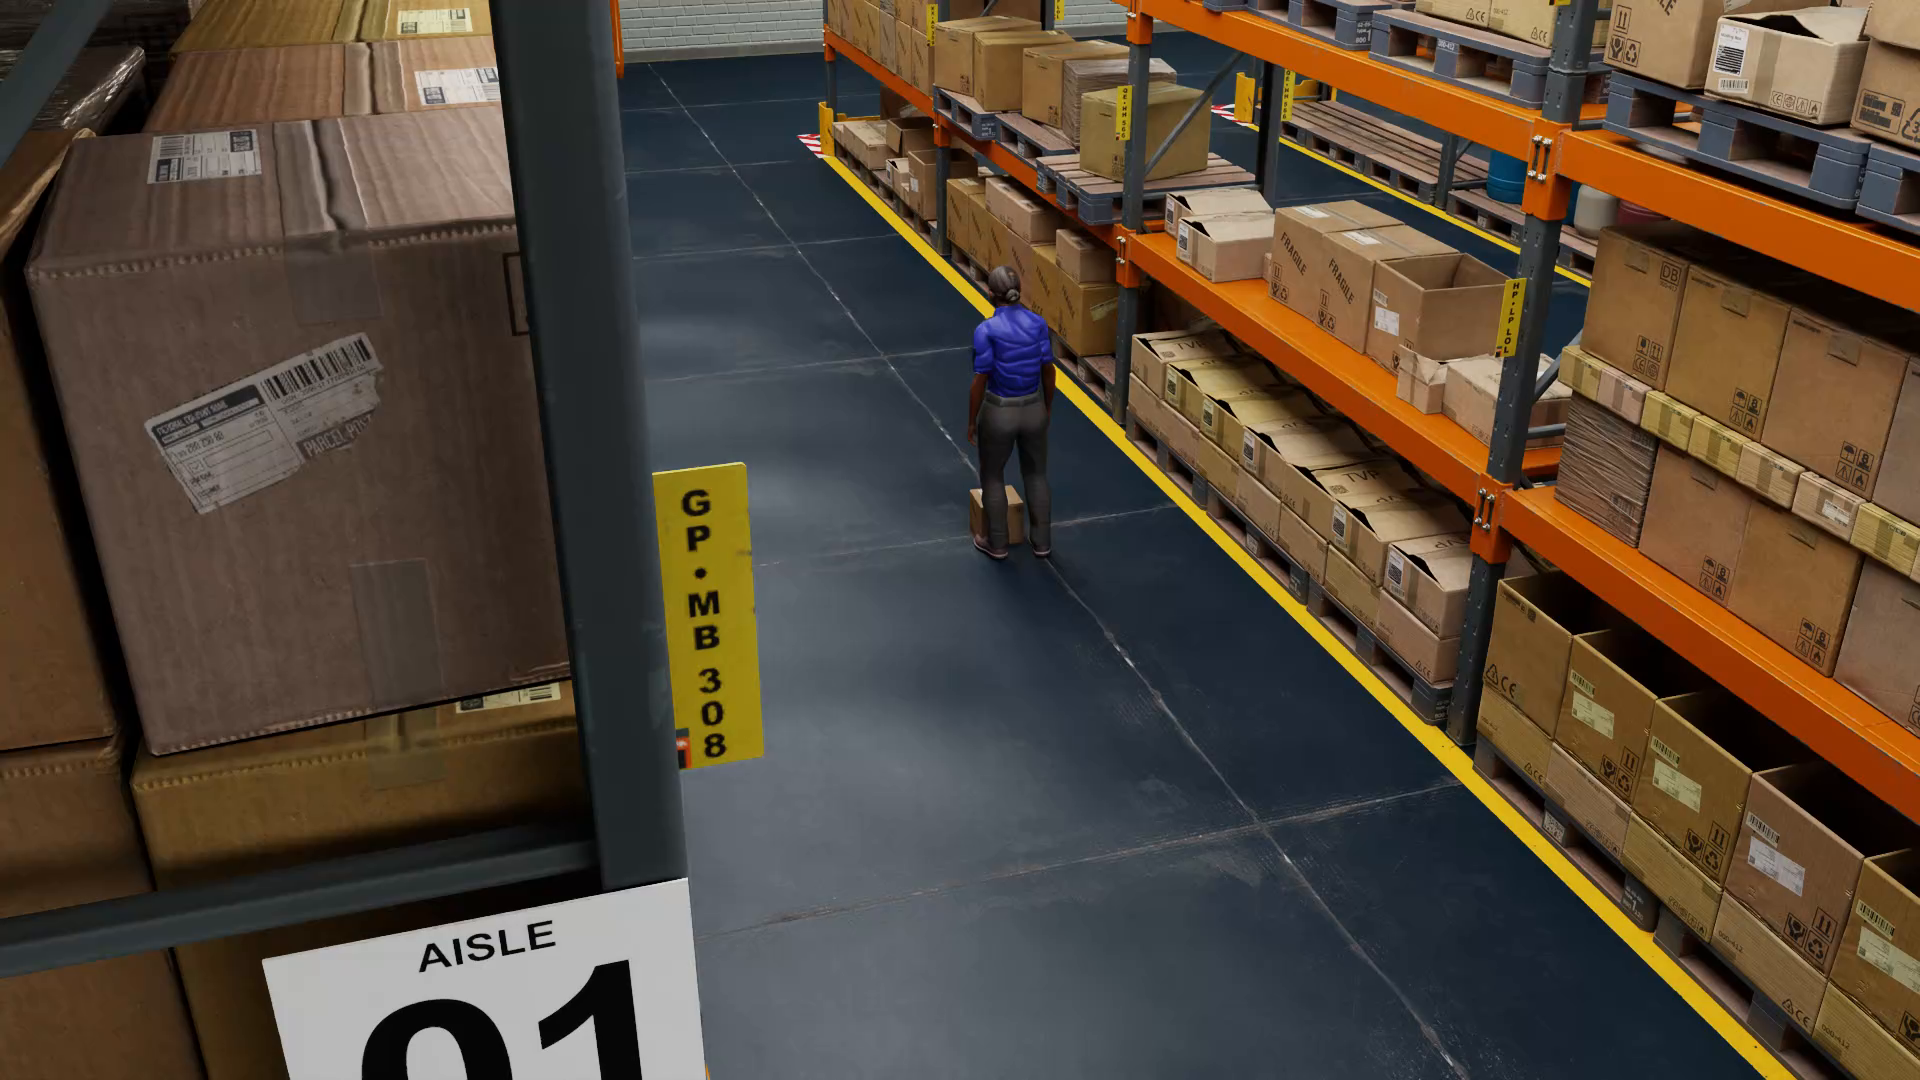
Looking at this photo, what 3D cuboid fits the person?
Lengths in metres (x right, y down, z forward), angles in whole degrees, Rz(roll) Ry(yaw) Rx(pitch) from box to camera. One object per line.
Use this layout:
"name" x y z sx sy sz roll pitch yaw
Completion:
"person" 0.276 -0.675 8.975 0.531 1.654 0.402 -10 28 -19
